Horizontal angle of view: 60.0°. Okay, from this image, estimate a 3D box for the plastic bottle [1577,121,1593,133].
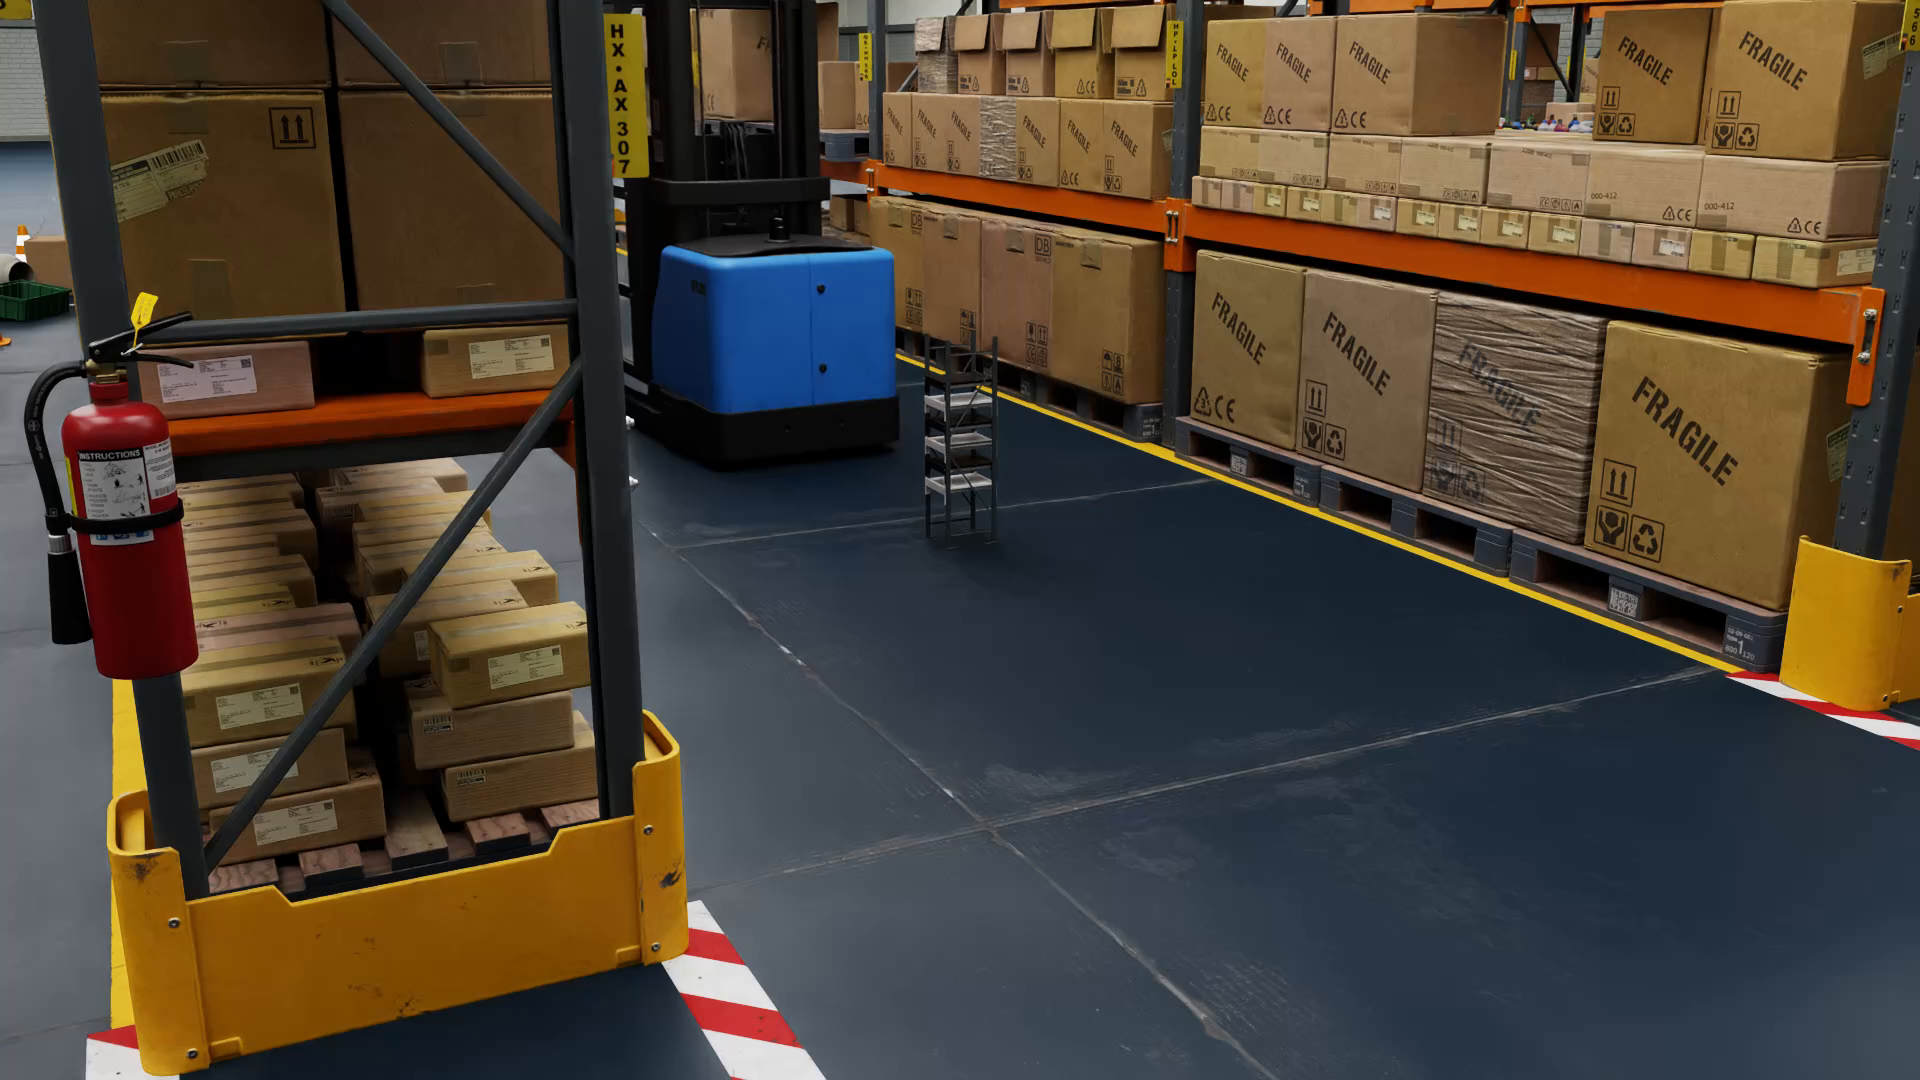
[{"bbox_3d":[4.774,-3.035,12.615,0.152,0.276,0.135,-8,18,-25],"label":"plastic bottle"}]

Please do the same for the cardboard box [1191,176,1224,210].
[{"bbox_3d":[1.398,-1.761,8.403,0.380,0.149,0.250,-8,18,-25],"label":"cardboard box"}]

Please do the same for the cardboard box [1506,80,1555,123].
[{"bbox_3d":[6.769,-5.332,20.212,0.700,0.500,0.500,-8,18,-26],"label":"cardboard box"}]

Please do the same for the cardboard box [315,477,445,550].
[{"bbox_3d":[-1.898,-0.092,5.461,0.380,0.149,0.250,-8,18,-25],"label":"cardboard box"}]

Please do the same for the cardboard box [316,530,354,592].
[{"bbox_3d":[-1.920,0.050,5.508,0.380,0.149,0.250,-7,17,-22],"label":"cardboard box"}]

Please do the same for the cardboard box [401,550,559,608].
[{"bbox_3d":[-1.331,0.151,4.615,0.380,0.149,0.250,-8,18,-25],"label":"cardboard box"}]

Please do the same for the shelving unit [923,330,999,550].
[{"bbox_3d":[0.004,-0.431,7.120,0.258,0.900,0.210,-8,18,-25],"label":"shelving unit"}]

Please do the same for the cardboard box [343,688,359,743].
[{"bbox_3d":[-1.737,0.429,4.185,0.380,0.149,0.250,-8,18,-26],"label":"cardboard box"}]

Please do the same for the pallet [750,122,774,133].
[{"bbox_3d":[-1.089,-3.380,13.940,1.003,0.211,1.213,-8,18,-25],"label":"pallet"}]

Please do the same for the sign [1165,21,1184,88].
[{"bbox_3d":[1.084,-2.445,8.378,0.100,0.325,0.005,-8,18,-25],"label":"sign"}]

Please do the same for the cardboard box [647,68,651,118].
[{"bbox_3d":[-2.758,-4.658,17.323,0.875,0.500,0.500,-8,18,-25],"label":"cardboard box"}]

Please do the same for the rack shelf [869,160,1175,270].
[{"bbox_3d":[0.691,-2.145,10.591,1.077,0.370,4.000,-8,18,-25],"label":"rack shelf"}]

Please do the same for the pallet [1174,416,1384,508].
[{"bbox_3d":[1.830,-0.457,8.459,1.003,0.211,1.213,-8,18,-25],"label":"pallet"}]

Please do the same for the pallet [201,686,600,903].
[{"bbox_3d":[-1.541,0.687,4.474,1.003,0.211,1.213,-8,18,-25],"label":"pallet"}]

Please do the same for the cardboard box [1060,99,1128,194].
[{"bbox_3d":[0.906,-2.249,9.470,0.500,0.500,0.500,-7,17,-23],"label":"cardboard box"}]

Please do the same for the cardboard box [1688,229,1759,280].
[{"bbox_3d":[2.752,-0.995,5.736,0.380,0.149,0.250,-7,18,-24],"label":"cardboard box"}]

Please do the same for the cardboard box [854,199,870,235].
[{"bbox_3d":[-0.505,-2.520,12.967,0.500,0.250,0.500,-7,17,-23],"label":"cardboard box"}]

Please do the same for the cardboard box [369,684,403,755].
[{"bbox_3d":[-1.428,0.455,4.633,0.380,0.149,0.250,-7,18,-24],"label":"cardboard box"}]

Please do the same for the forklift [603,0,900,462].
[{"bbox_3d":[-1.458,-2.167,9.489,1.130,2.935,3.031,-8,18,-27],"label":"forklift"}]

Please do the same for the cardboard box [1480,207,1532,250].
[{"bbox_3d":[2.305,-1.248,6.617,0.380,0.149,0.250,-8,18,-25],"label":"cardboard box"}]

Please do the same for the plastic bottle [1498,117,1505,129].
[{"bbox_3d":[4.369,-3.265,13.413,0.152,0.276,0.135,-8,18,-25],"label":"plastic bottle"}]

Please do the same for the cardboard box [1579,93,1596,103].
[{"bbox_3d":[9.597,-6.544,24.853,0.500,0.250,0.500,-8,18,-27],"label":"cardboard box"}]

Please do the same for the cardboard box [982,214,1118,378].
[{"bbox_3d":[0.877,-1.553,10.316,1.225,0.875,0.875,-8,18,-27],"label":"cardboard box"}]

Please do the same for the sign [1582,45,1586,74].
[{"bbox_3d":[7.453,-5.761,19.933,0.100,0.325,0.005,-8,18,-25],"label":"sign"}]

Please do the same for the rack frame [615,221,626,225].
[{"bbox_3d":[-3.690,-4.970,19.133,1.000,3.000,0.127,-8,18,-25],"label":"rack frame"}]

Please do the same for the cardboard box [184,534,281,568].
[{"bbox_3d":[-2.153,0.103,4.781,0.380,0.149,0.250,-7,17,-23],"label":"cardboard box"}]

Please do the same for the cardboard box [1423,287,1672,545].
[{"bbox_3d":[2.569,-0.558,6.849,0.875,0.875,0.875,-8,18,-25],"label":"cardboard box"}]

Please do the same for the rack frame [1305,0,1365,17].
[{"bbox_3d":[5.217,-6.167,23.301,1.000,3.000,0.127,-8,18,-25],"label":"rack frame"}]

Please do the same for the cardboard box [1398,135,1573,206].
[{"bbox_3d":[2.192,-1.543,6.921,0.500,0.250,0.500,-8,18,-25],"label":"cardboard box"}]

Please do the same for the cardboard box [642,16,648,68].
[{"bbox_3d":[-3.036,-5.101,17.054,0.500,0.500,0.500,-8,18,-25],"label":"cardboard box"}]

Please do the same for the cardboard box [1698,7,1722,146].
[{"bbox_3d":[3.133,-1.710,6.145,0.500,0.500,0.500,-8,18,-26],"label":"cardboard box"}]

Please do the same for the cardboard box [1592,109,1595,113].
[{"bbox_3d":[7.520,-4.914,19.181,0.396,0.266,0.258,-8,18,-26],"label":"cardboard box"}]

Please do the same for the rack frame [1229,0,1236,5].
[{"bbox_3d":[2.515,-4.577,17.762,1.000,3.000,0.127,-8,18,-25],"label":"rack frame"}]

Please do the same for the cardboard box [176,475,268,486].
[{"bbox_3d":[-2.576,-0.160,5.700,0.380,0.149,0.250,-7,18,-24],"label":"cardboard box"}]

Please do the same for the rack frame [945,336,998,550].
[{"bbox_3d":[0.048,-0.405,7.032,0.240,0.900,0.006,-8,18,-25],"label":"rack frame"}]

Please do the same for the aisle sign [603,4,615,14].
[{"bbox_3d":[-3.986,-6.199,18.701,0.394,0.787,0.004,-8,18,-25],"label":"aisle sign"}]

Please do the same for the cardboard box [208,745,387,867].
[{"bbox_3d":[-1.601,0.634,4.009,0.380,0.149,0.250,-7,18,-24],"label":"cardboard box"}]

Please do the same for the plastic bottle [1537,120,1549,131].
[{"bbox_3d":[4.555,-3.140,12.988,0.097,0.271,0.097,0,16,0],"label":"plastic bottle"}]

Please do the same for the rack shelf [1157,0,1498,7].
[{"bbox_3d":[3.391,-5.177,15.720,1.077,0.370,4.000,-8,18,-25],"label":"rack shelf"}]

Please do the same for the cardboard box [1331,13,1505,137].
[{"bbox_3d":[1.988,-2.025,7.242,0.500,0.500,0.500,-8,18,-27],"label":"cardboard box"}]

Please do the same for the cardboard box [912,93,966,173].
[{"bbox_3d":[0.011,-2.754,11.227,0.500,0.500,0.500,-8,18,-26],"label":"cardboard box"}]

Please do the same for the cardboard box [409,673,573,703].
[{"bbox_3d":[-1.251,0.361,4.422,0.380,0.149,0.250,-8,18,-25],"label":"cardboard box"}]

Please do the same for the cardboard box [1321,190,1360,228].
[{"bbox_3d":[1.858,-1.502,7.501,0.380,0.149,0.250,-8,18,-26],"label":"cardboard box"}]

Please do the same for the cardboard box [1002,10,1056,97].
[{"bbox_3d":[0.704,-3.006,10.289,0.797,0.503,0.637,-7,17,-23],"label":"cardboard box"}]

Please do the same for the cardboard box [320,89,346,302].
[{"bbox_3d":[-1.389,-0.894,4.208,0.500,0.500,0.500,-8,18,-25],"label":"cardboard box"}]

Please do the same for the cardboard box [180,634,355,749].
[{"bbox_3d":[-1.643,0.353,3.911,0.380,0.149,0.250,-7,18,-24],"label":"cardboard box"}]

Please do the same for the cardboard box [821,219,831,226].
[{"bbox_3d":[-1.005,-2.436,14.036,0.700,0.500,0.500,-6,17,-20],"label":"cardboard box"}]

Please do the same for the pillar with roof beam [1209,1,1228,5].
[{"bbox_3d":[1.626,-12.036,32.878,9.100,9.000,0.400,-8,18,-25],"label":"pillar with roof beam"}]

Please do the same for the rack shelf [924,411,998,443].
[{"bbox_3d":[0.004,-0.485,7.104,0.258,0.077,0.200,-8,18,-25],"label":"rack shelf"}]

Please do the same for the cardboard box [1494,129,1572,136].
[{"bbox_3d":[2.449,-1.733,7.586,0.500,0.250,0.500,-7,18,-24],"label":"cardboard box"}]

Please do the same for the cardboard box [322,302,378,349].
[{"bbox_3d":[-1.486,-0.607,4.383,0.380,0.149,0.250,-7,17,-22],"label":"cardboard box"}]

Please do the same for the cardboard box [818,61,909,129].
[{"bbox_3d":[-0.792,-3.492,13.039,0.700,0.500,0.500,-5,17,-17],"label":"cardboard box"}]

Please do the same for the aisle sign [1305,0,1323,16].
[{"bbox_3d":[4.913,-7.395,22.870,0.394,0.787,0.004,-8,18,-25],"label":"aisle sign"}]

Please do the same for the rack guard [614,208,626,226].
[{"bbox_3d":[-3.656,-3.750,19.412,1.175,0.500,0.348,-8,18,-25],"label":"rack guard"}]

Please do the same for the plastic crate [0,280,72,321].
[{"bbox_3d":[-7.694,-1.965,13.654,0.450,0.188,0.662,11,16,1],"label":"plastic crate"}]
